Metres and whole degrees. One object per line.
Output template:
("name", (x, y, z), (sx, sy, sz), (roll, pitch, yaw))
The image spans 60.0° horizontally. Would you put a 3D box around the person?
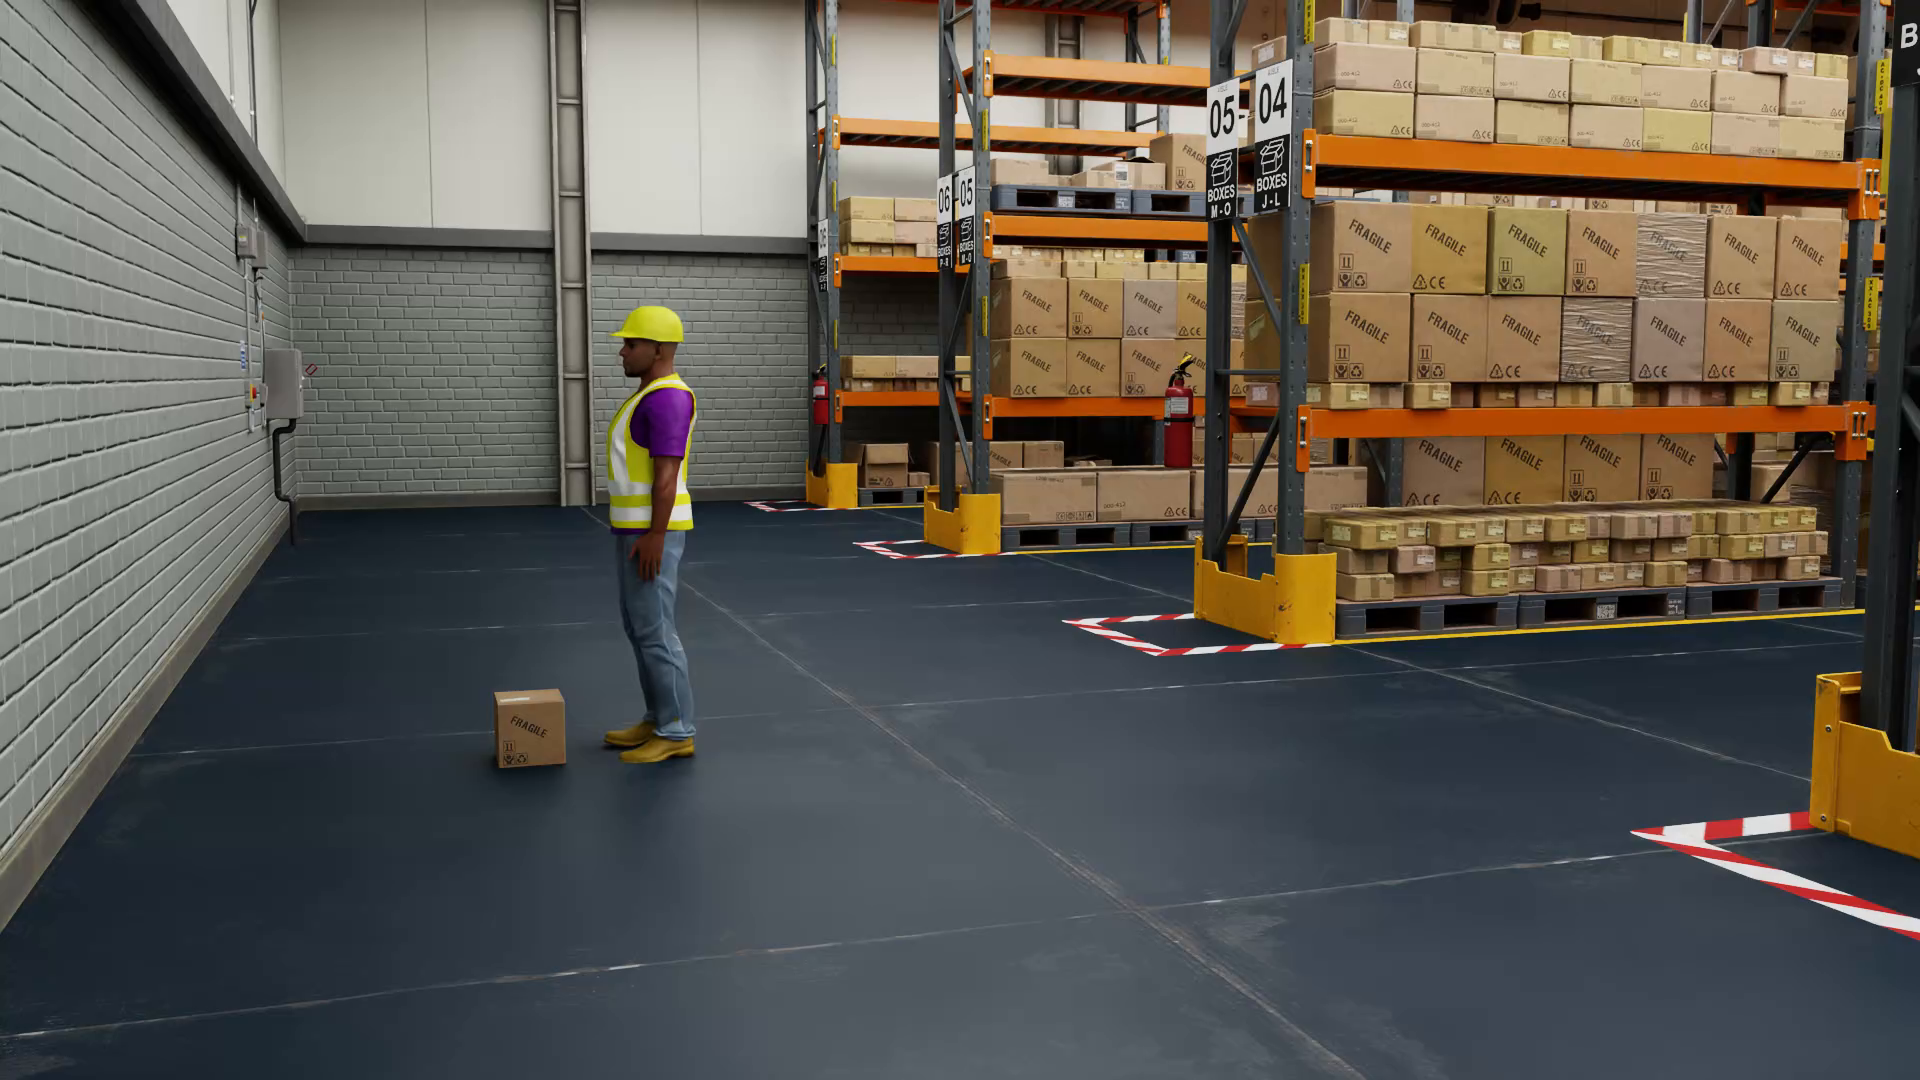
("person", (-1.223, -0.025, 6.559), (0.365, 1.777, 0.564), (-2, 6, -17))
